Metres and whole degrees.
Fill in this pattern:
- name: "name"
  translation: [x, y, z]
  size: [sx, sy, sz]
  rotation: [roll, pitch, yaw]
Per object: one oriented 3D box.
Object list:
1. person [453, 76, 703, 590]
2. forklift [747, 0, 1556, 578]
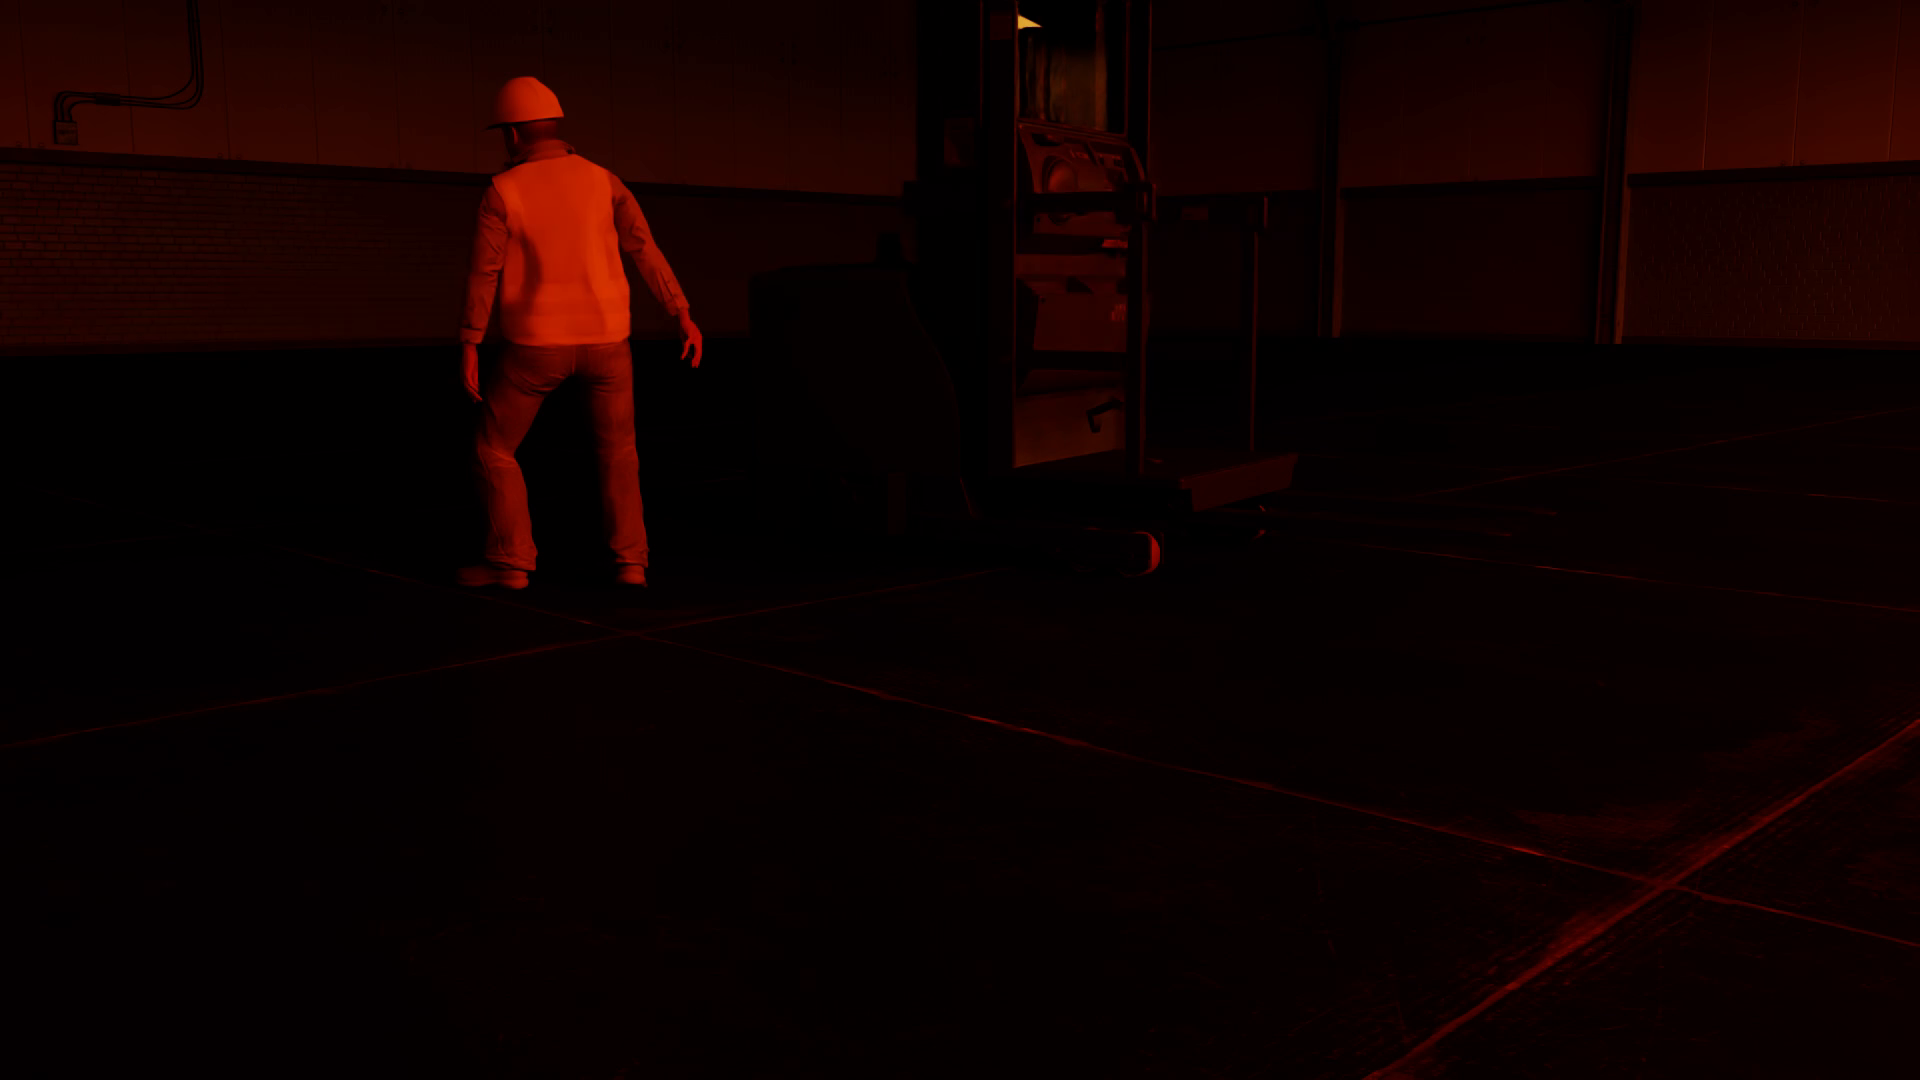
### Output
- name: "person"
  translation: [-1.305, -0.676, 5.641]
  size: [0.854, 1.745, 0.486]
  rotation: [-3, 9, -19]
- name: "forklift"
  translation: [0.651, -1.407, 6.216]
  size: [3.031, 2.935, 1.130]
  rotation: [5, 10, 32]
